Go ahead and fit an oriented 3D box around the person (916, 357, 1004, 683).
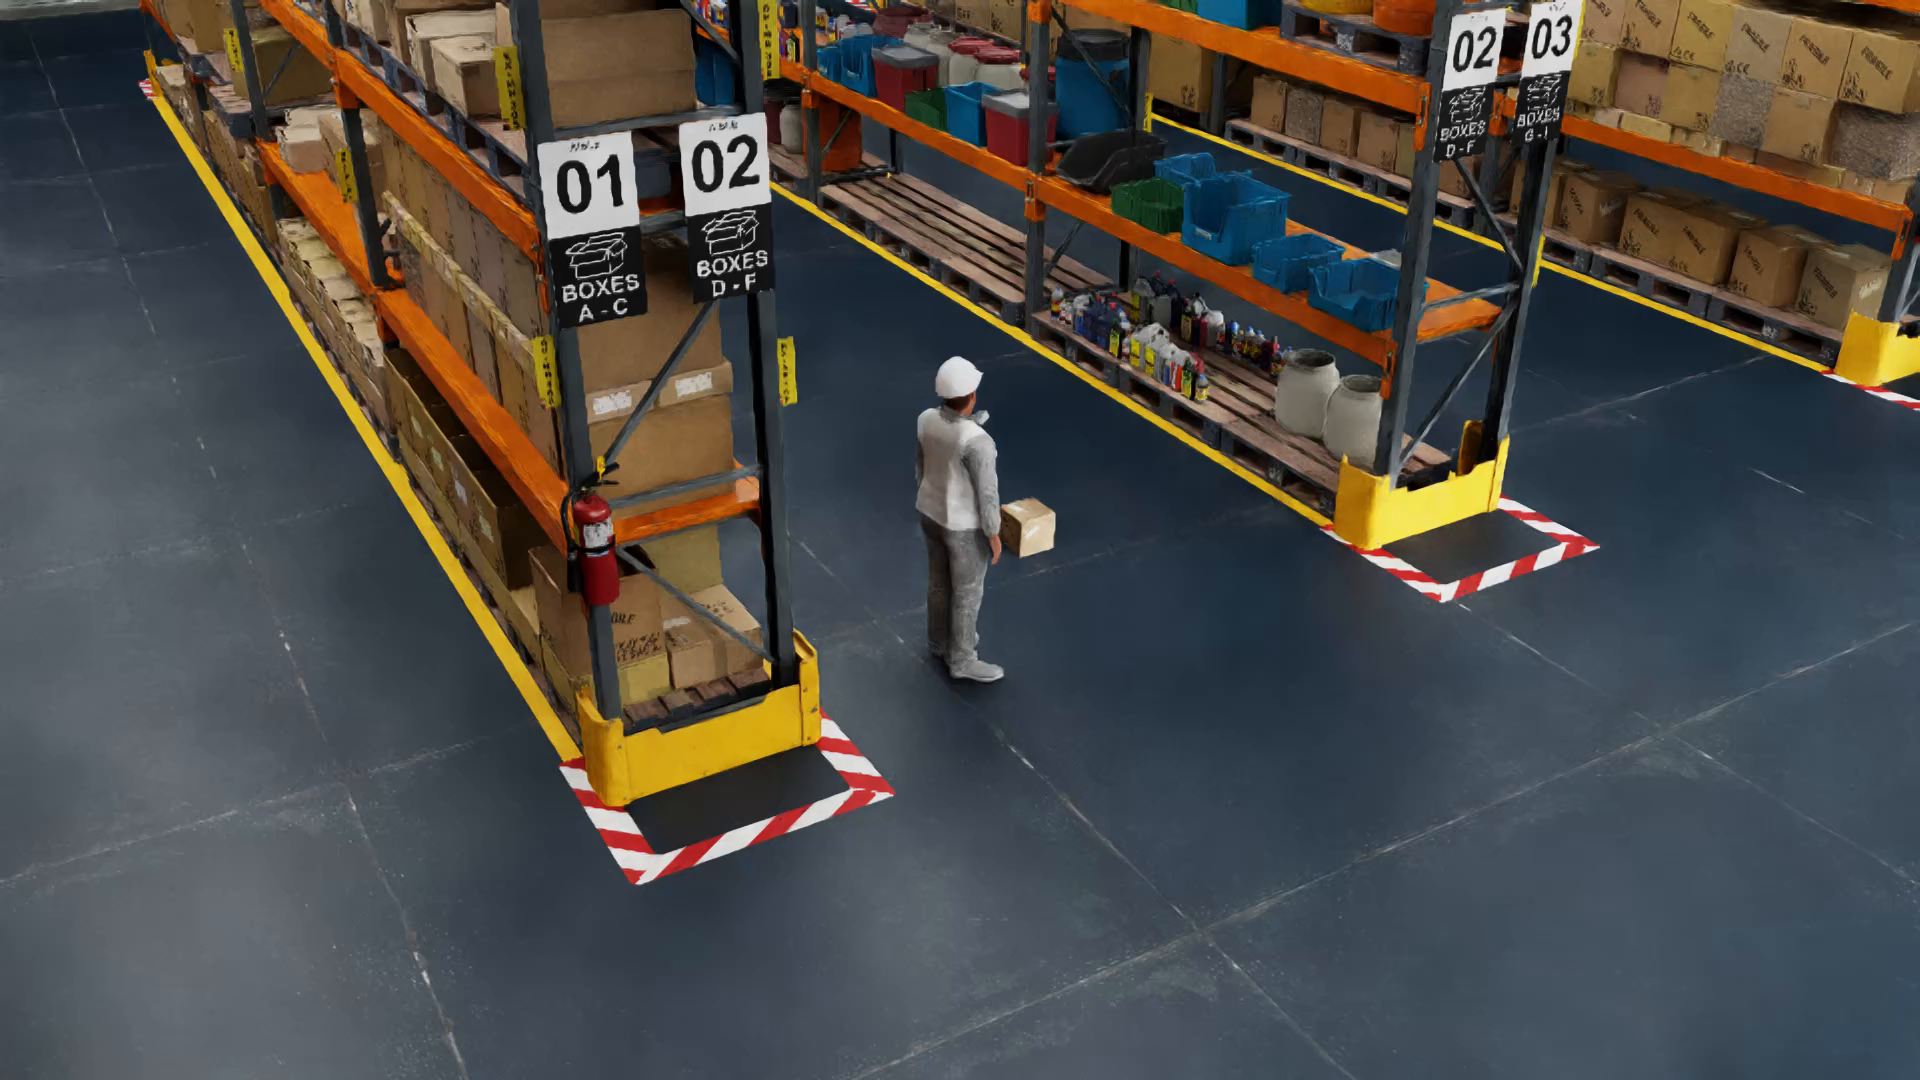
[{"bbox_3d":[0.007,-0.124,8.709,0.385,1.784,0.591,-21,35,-33],"label":"person"}]
